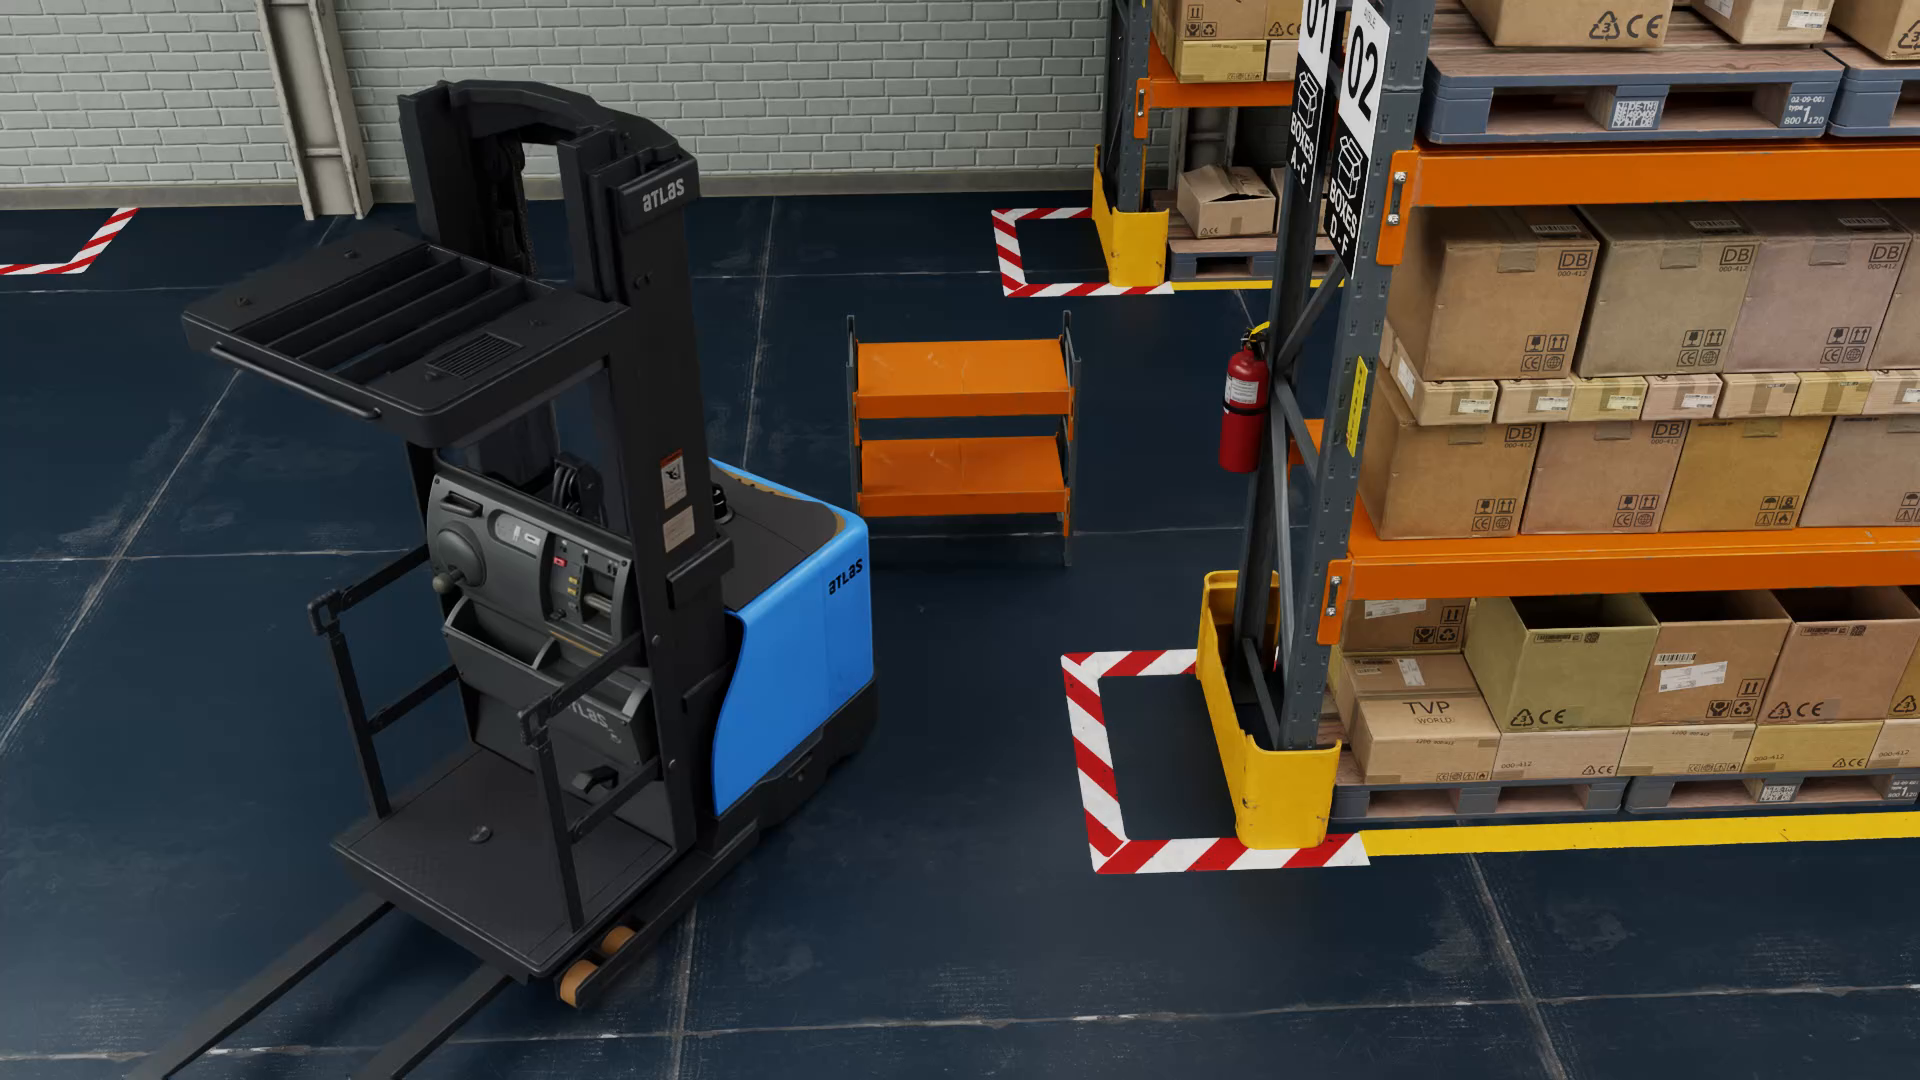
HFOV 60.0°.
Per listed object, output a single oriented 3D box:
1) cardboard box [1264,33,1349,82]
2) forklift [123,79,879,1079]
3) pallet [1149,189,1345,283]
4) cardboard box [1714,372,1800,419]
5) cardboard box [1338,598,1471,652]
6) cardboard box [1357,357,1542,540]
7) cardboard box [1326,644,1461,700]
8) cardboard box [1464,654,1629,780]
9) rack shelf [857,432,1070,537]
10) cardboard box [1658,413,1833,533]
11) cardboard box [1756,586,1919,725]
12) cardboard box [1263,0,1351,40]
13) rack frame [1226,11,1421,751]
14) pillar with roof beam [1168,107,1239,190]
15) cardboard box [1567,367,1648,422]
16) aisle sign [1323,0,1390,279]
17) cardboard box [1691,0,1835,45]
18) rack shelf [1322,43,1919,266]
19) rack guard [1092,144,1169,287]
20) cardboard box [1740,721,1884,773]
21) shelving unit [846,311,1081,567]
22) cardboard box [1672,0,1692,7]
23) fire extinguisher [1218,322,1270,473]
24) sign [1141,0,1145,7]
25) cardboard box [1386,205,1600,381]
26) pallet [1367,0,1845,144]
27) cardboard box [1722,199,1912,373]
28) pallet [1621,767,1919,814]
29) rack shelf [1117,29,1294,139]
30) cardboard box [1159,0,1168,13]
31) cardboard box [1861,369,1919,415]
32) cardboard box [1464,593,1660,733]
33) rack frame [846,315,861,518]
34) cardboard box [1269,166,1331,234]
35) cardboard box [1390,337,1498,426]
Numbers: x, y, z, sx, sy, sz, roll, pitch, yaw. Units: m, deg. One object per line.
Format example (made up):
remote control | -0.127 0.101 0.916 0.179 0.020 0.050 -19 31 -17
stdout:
cardboard box | 2.051 -2.976 10.029 0.500 0.250 0.500 -3 35 -4
forklift | -1.581 0.135 5.479 1.130 2.935 3.031 21 40 27
pallet | 1.919 -2.032 11.001 1.213 0.211 1.003 -2 35 -2
cardboard box | 2.702 -0.584 5.800 0.250 0.149 0.380 -3 35 -4
cardboard box | 1.790 0.107 6.848 0.500 0.500 0.500 -2 35 -2
cardboard box | 1.735 -0.405 6.112 0.500 0.500 0.700 -2 35 -2
cardboard box | 1.790 0.417 7.059 0.500 0.250 0.500 -2 35 -2
cardboard box | 2.314 0.695 6.657 0.500 0.250 0.500 -2 35 -2
rack shelf | 0.007 -0.262 8.069 1.000 0.278 0.538 -2 35 -2
cardboard box | 2.756 -0.432 6.151 0.500 0.500 0.700 -1 35 -2
cardboard box | 3.313 0.364 6.477 0.500 0.500 0.500 -2 35 -2
cardboard box | 2.015 -3.279 9.808 0.500 0.500 0.500 -1 35 -2
rack frame | 1.268 -0.359 6.133 0.127 3.000 1.000 -2 35 -2
pillar with roof beam | 1.892 -3.705 5.696 0.400 9.000 9.100 -2 35 -2
cardboard box | 2.183 -0.570 5.779 0.250 0.149 0.380 -1 35 -2
aisle sign | 1.217 -1.252 5.139 0.004 0.787 0.394 -2 35 -2
cardboard box | 2.452 -1.651 5.092 0.250 0.149 0.380 -2 35 -2
rack shelf | 3.266 -1.351 5.562 4.000 0.370 1.077 -2 35 -2
rack guard | 1.106 -2.149 10.916 0.348 0.500 1.175 -2 35 -2
cardboard box | 3.313 0.671 6.691 0.500 0.250 0.500 -2 35 -2
shelving unit | 0.007 -0.463 7.930 1.048 1.125 0.538 -2 35 -2
cardboard box | 2.406 -1.942 5.424 0.500 0.250 0.500 -2 35 -2
fire extinguisher | 1.128 -0.588 6.532 0.183 0.674 0.296 -2 35 -2
sign | 1.056 -3.222 9.510 0.005 0.325 0.100 -2 35 -2
cardboard box | 1.788 -0.940 5.745 0.500 0.500 0.700 -1 35 -2
pallet | 1.976 -1.560 5.311 1.213 0.211 1.003 -2 35 -2
cardboard box | 2.817 -0.972 5.790 0.500 0.500 0.700 -1 35 -2
pallet | 3.246 0.712 7.036 1.213 0.211 1.003 -2 35 -2
rack shelf | 3.028 -2.933 10.484 4.000 0.370 1.077 -2 35 -2
cardboard box | 1.491 -3.563 10.218 0.500 0.500 0.500 -2 35 -3
cardboard box | 3.206 -0.596 5.817 0.250 0.149 0.380 -1 35 -2
cardboard box | 2.314 0.388 6.442 0.500 0.500 0.500 -2 35 -2
rack frame | -0.501 -0.449 7.910 0.032 1.125 0.500 -2 35 -2
cardboard box | 2.295 -2.233 10.817 0.500 0.311 0.500 1 35 2
cardboard box | 1.671 -0.555 5.758 0.250 0.149 0.380 -2 35 -3
